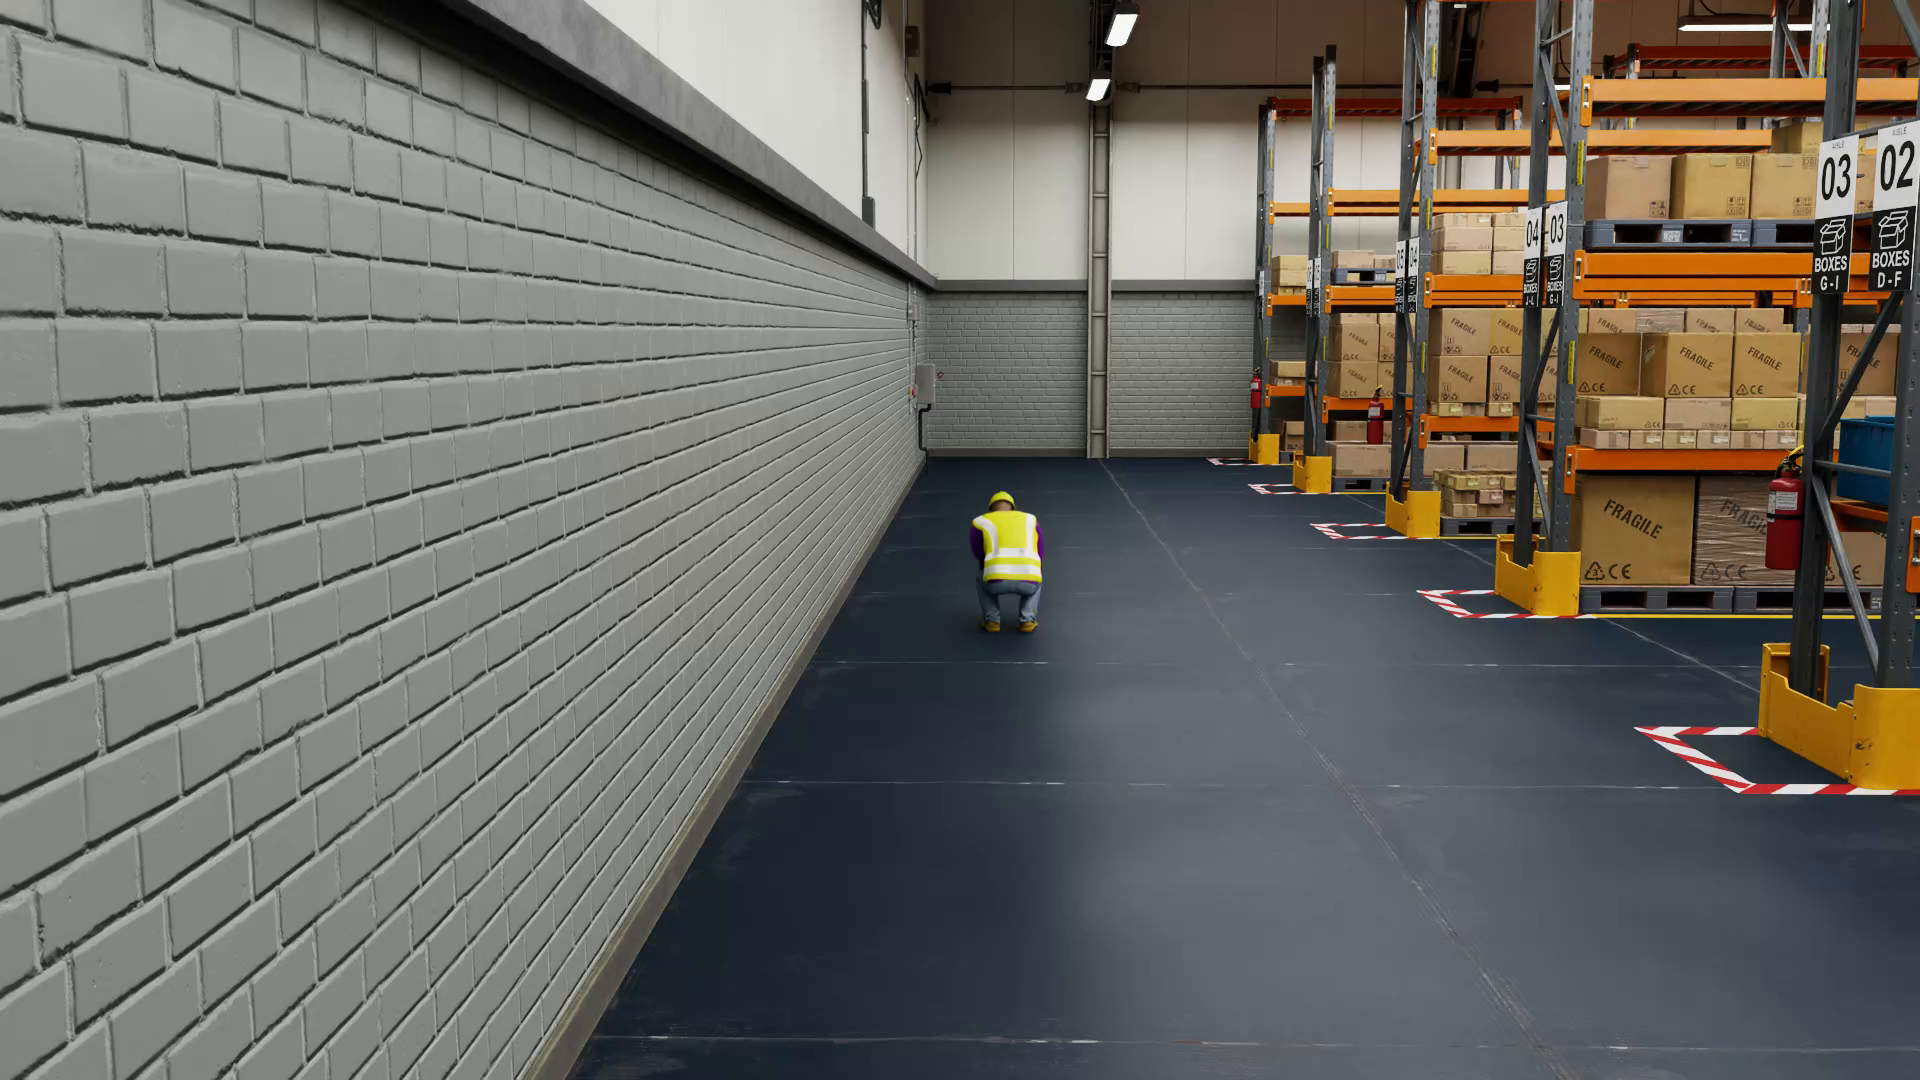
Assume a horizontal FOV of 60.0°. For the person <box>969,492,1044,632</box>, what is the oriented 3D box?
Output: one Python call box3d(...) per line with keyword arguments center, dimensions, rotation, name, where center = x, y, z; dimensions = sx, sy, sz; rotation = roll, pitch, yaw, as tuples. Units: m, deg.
box3d(center=(0.356, 0.157, 12.537), dimensions=(0.572, 1.000, 0.897), rotation=(0, 7, 1), name="person")
